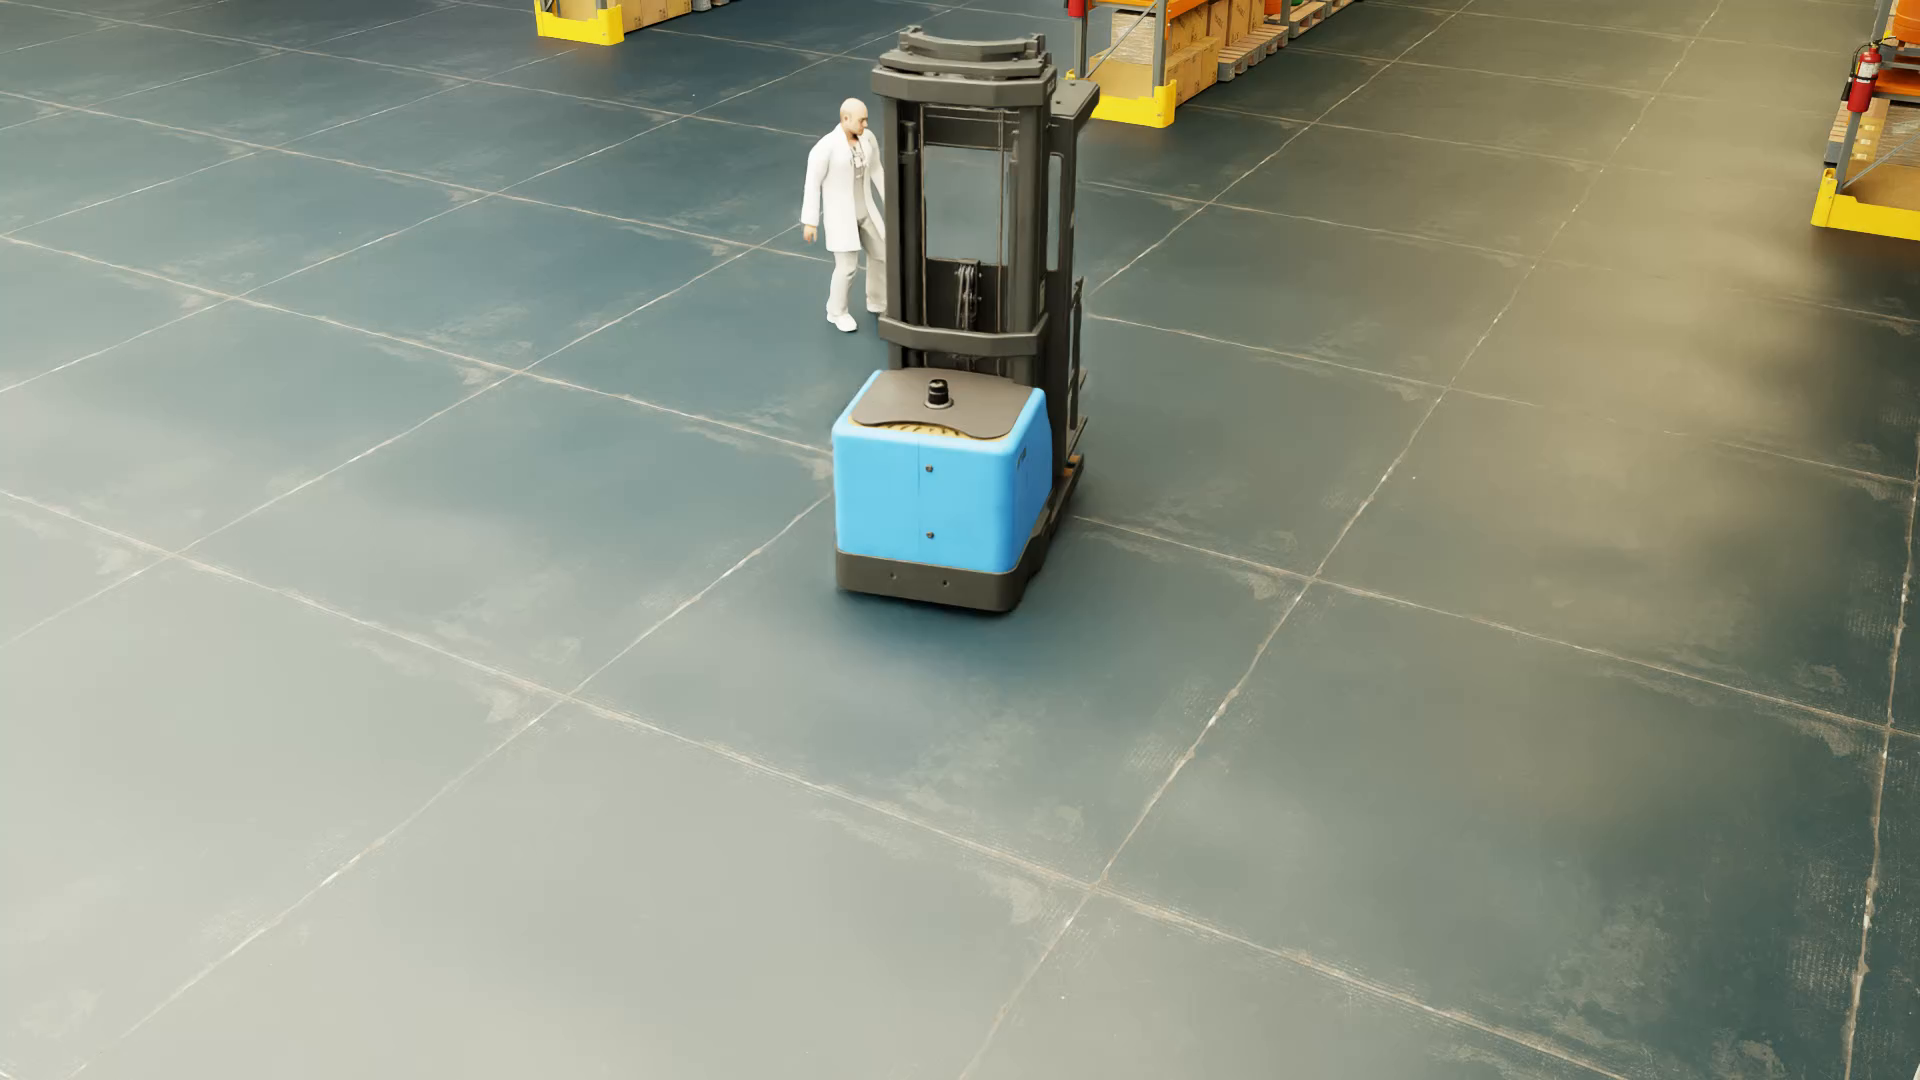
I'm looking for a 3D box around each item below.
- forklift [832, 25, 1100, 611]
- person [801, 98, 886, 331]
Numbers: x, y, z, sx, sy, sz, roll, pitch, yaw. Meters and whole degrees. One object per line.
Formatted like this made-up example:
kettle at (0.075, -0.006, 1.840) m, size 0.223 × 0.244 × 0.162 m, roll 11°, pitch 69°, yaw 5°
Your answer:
forklift at (0.170, -1.600, 9.843) m, size 1.130 × 2.935 × 3.031 m, roll 8°, pitch 31°, yaw 13°
person at (-0.804, -2.454, 12.506) m, size 0.431 × 1.751 × 0.852 m, roll 26°, pitch 39°, yaw 37°
